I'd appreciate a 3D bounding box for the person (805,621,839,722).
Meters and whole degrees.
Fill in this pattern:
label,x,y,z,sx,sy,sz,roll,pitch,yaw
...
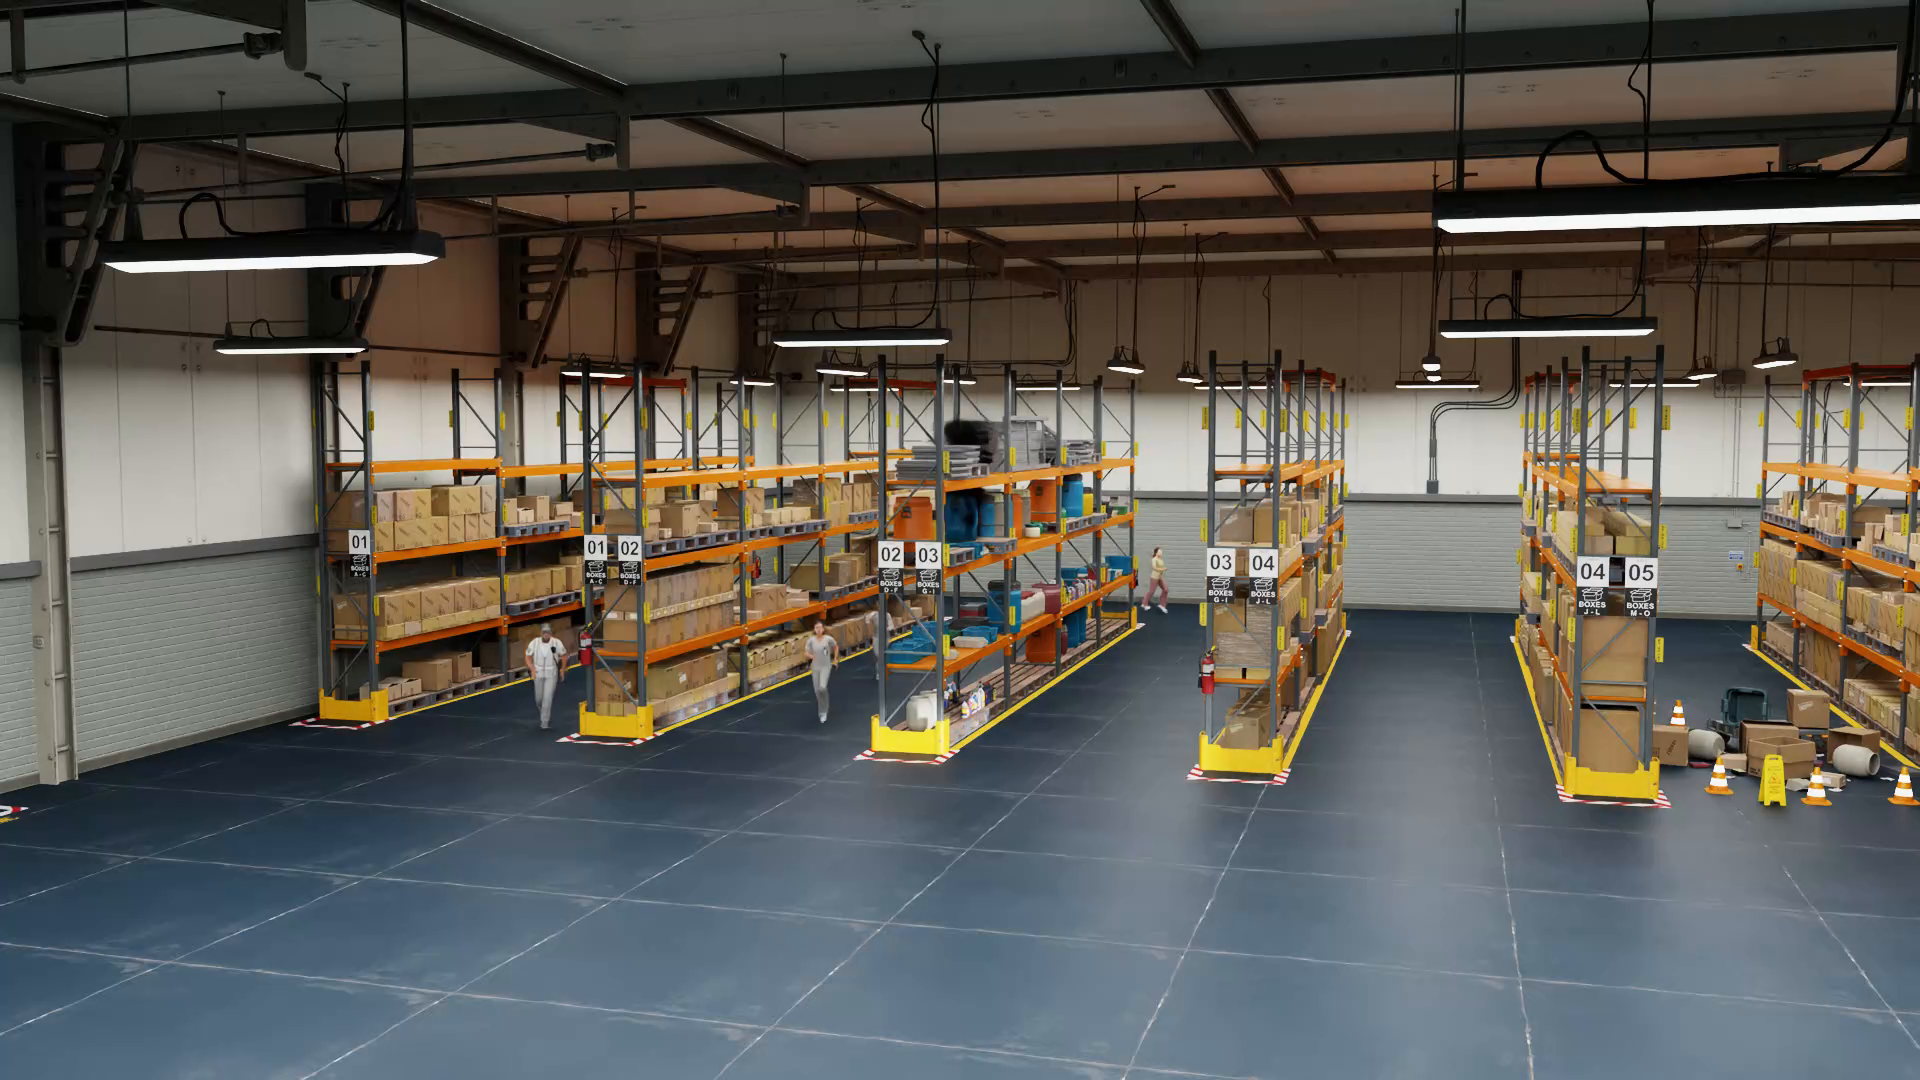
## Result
label,x,y,z,sx,sy,sz,roll,pitch,yaw
person,-2.324,2.186,27.788,0.510,1.690,0.792,1,4,9

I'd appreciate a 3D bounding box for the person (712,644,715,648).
label,x,y,z,sx,sy,sz,roll,pitch,yaw
person,-5.491,1.632,35.514,0.604,1.707,0.739,1,4,18

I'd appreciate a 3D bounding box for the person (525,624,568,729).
label,x,y,z,sx,sy,sz,roll,pitch,yaw
person,-6.784,2.197,27.351,0.667,1.729,0.806,0,4,-5

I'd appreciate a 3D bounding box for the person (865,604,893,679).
label,x,y,z,sx,sy,sz,roll,pitch,yaw
person,-1.552,1.947,32.075,0.532,1.526,0.735,0,4,-5

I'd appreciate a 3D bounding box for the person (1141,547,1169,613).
label,x,y,z,sx,sy,sz,roll,pitch,yaw
person,5.142,1.062,43.649,0.821,1.693,0.562,3,5,35
